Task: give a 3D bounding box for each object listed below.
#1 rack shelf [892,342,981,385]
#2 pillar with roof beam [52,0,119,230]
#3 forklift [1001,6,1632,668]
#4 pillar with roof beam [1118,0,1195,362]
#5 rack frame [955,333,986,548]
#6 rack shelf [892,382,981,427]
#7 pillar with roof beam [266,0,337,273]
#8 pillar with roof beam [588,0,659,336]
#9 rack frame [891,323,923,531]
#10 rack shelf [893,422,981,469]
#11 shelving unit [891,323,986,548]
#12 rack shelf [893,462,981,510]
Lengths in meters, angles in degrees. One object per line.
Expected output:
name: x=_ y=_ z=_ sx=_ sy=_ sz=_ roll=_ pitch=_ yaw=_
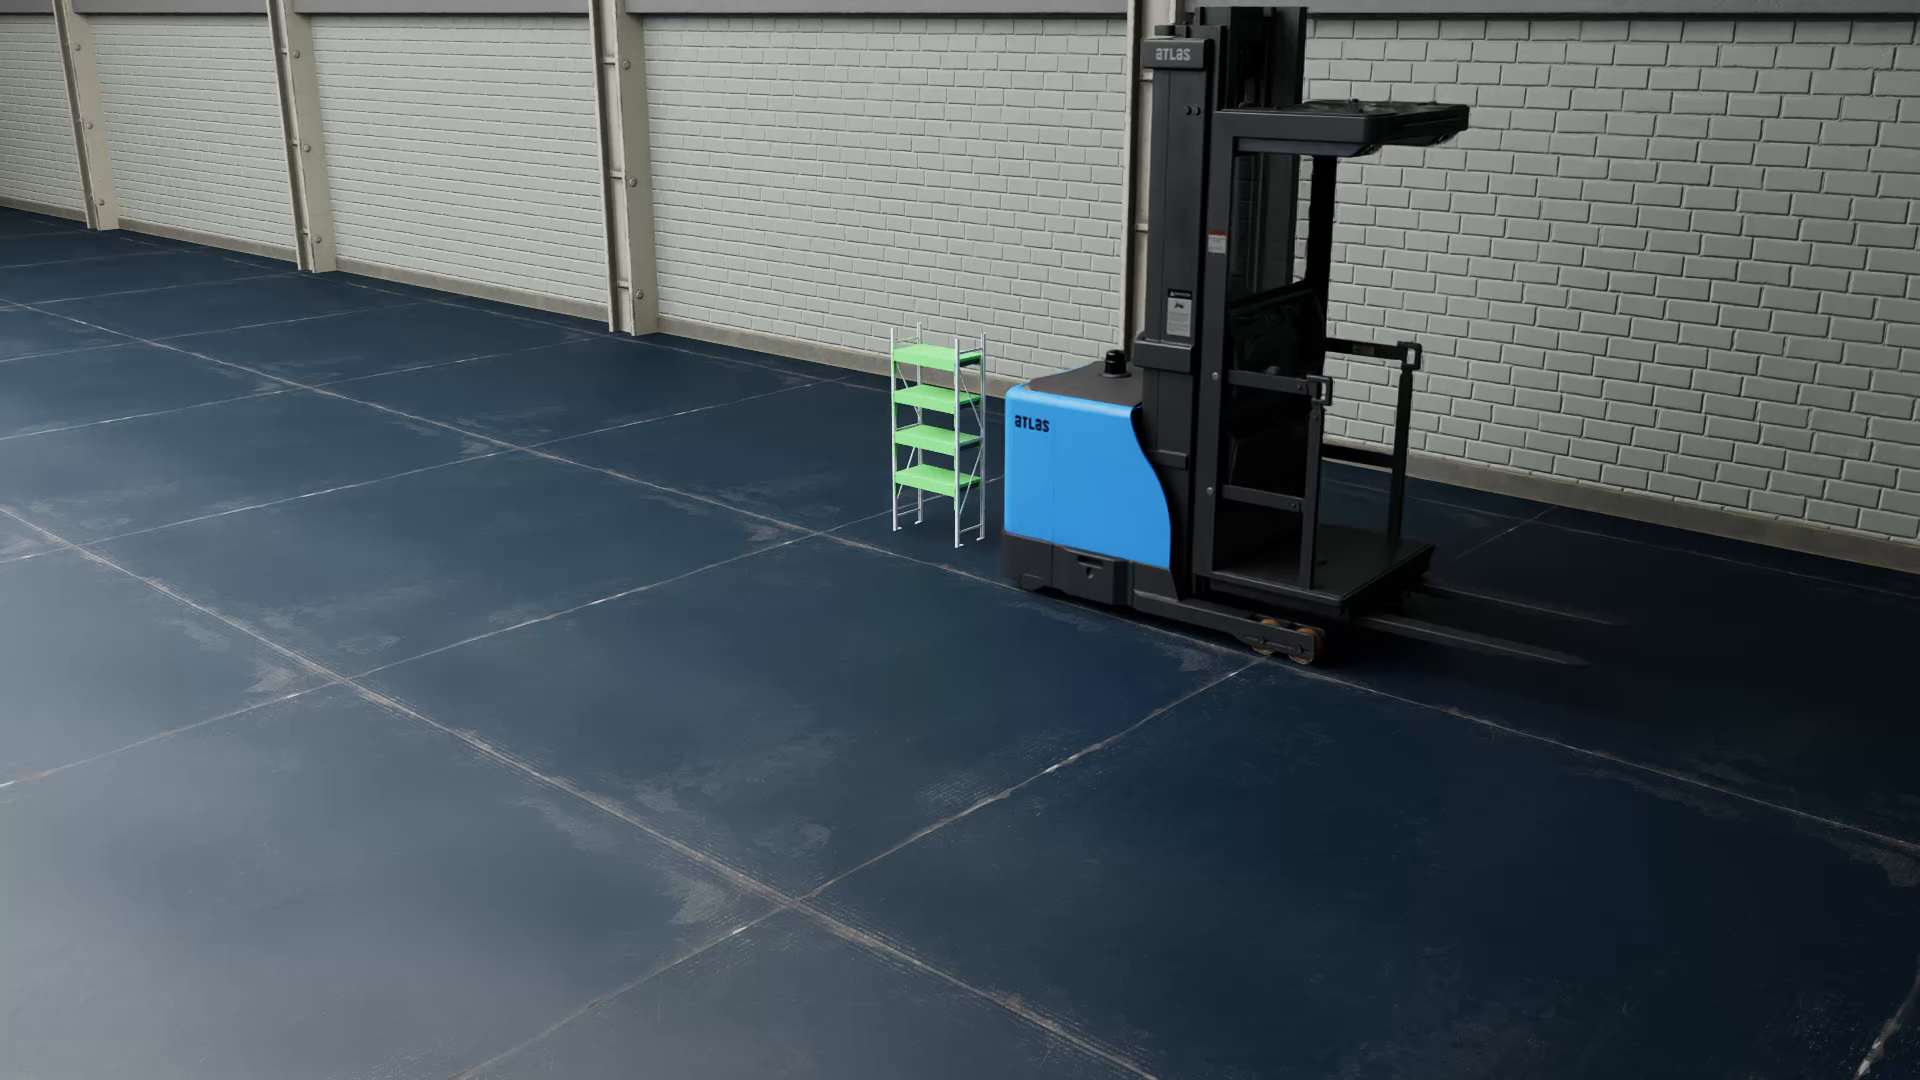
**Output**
rack shelf: x=-0.124 y=-1.002 z=9.409 sx=0.480 sy=0.148 sz=0.258 roll=15 pitch=23 yaw=39
pillar with roof beam: x=-14.942 y=-7.720 z=19.061 sx=0.400 sy=9.000 sz=9.100 roll=15 pitch=23 yaw=39
forklift: x=1.695 y=-0.998 z=7.912 sx=3.031 sy=2.935 sz=1.130 roll=13 pitch=22 yaw=35
pillar with roof beam: x=-1.479 y=-4.106 z=7.673 sx=0.400 sy=9.000 sz=9.100 roll=15 pitch=23 yaw=39
rack frame: x=0.059 y=-0.556 z=9.381 sx=0.015 sy=1.200 sz=0.240 roll=15 pitch=23 yaw=39
rack shelf: x=-0.124 y=-0.773 z=9.482 sx=0.480 sy=0.148 sz=0.258 roll=15 pitch=23 yaw=39
pillar with roof beam: x=-10.454 y=-6.515 z=15.265 sx=0.400 sy=9.000 sz=9.100 roll=15 pitch=23 yaw=39
pillar with roof beam: x=-5.966 y=-5.311 z=11.469 sx=0.400 sy=9.000 sz=9.100 roll=15 pitch=23 yaw=39
rack frame: x=-0.306 y=-0.654 z=9.689 sx=0.015 sy=1.200 sz=0.240 roll=15 pitch=23 yaw=39
rack shelf: x=-0.124 y=-0.544 z=9.554 sx=0.480 sy=0.148 sz=0.258 roll=15 pitch=23 yaw=39
shelving unit: x=-0.124 y=-0.605 z=9.535 sx=0.503 sy=1.200 sz=0.258 roll=15 pitch=23 yaw=39
rack shelf: x=-0.124 y=-0.315 z=9.627 sx=0.480 sy=0.148 sz=0.258 roll=15 pitch=23 yaw=39
